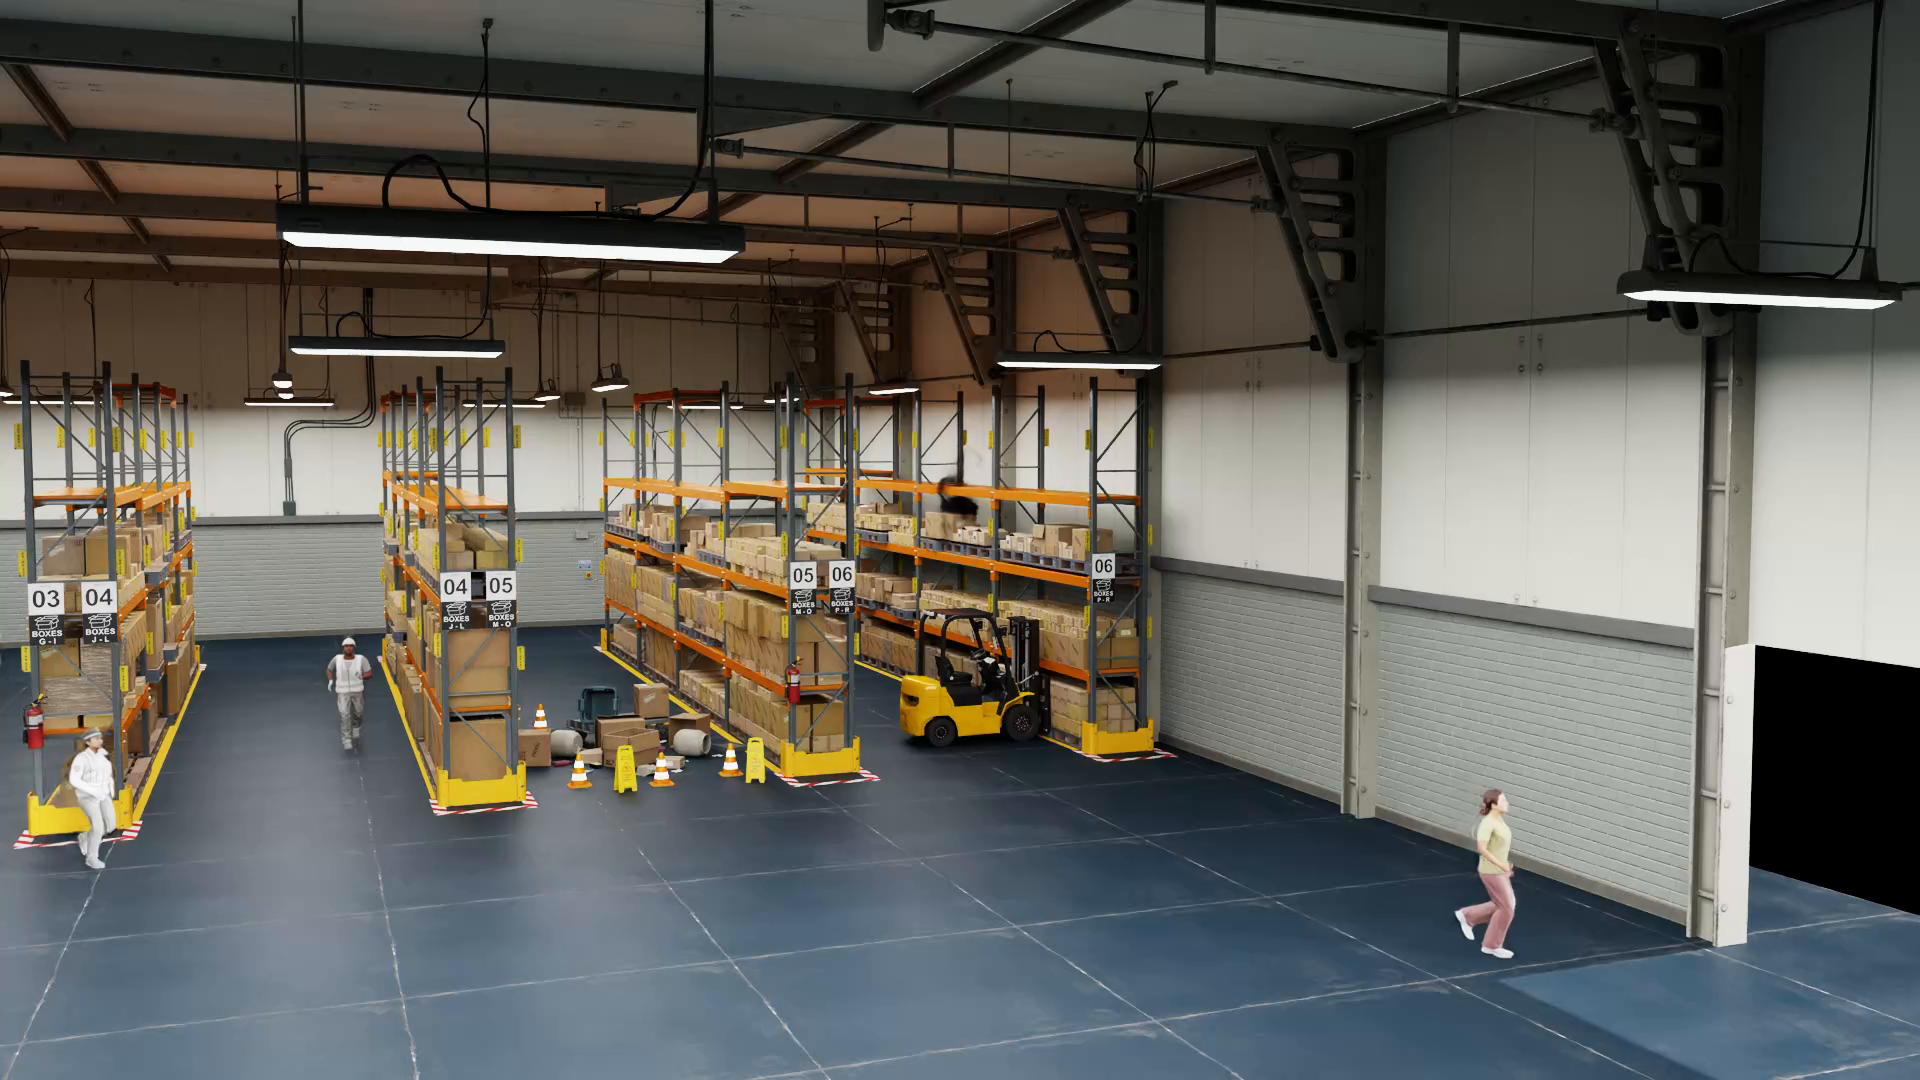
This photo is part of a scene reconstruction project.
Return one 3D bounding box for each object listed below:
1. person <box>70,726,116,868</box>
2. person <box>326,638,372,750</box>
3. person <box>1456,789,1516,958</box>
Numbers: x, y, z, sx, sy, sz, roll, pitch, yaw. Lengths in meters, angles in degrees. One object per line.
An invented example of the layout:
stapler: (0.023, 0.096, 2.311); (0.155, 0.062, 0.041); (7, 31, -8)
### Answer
person: (-10.170, 3.010, 19.540); (0.552, 1.664, 0.656); (1, 4, 16)
person: (-9.921, 2.473, 27.032); (0.693, 1.763, 0.986); (-1, 4, -22)
person: (5.116, 3.218, 16.187); (0.571, 1.627, 0.609); (2, 4, 26)
